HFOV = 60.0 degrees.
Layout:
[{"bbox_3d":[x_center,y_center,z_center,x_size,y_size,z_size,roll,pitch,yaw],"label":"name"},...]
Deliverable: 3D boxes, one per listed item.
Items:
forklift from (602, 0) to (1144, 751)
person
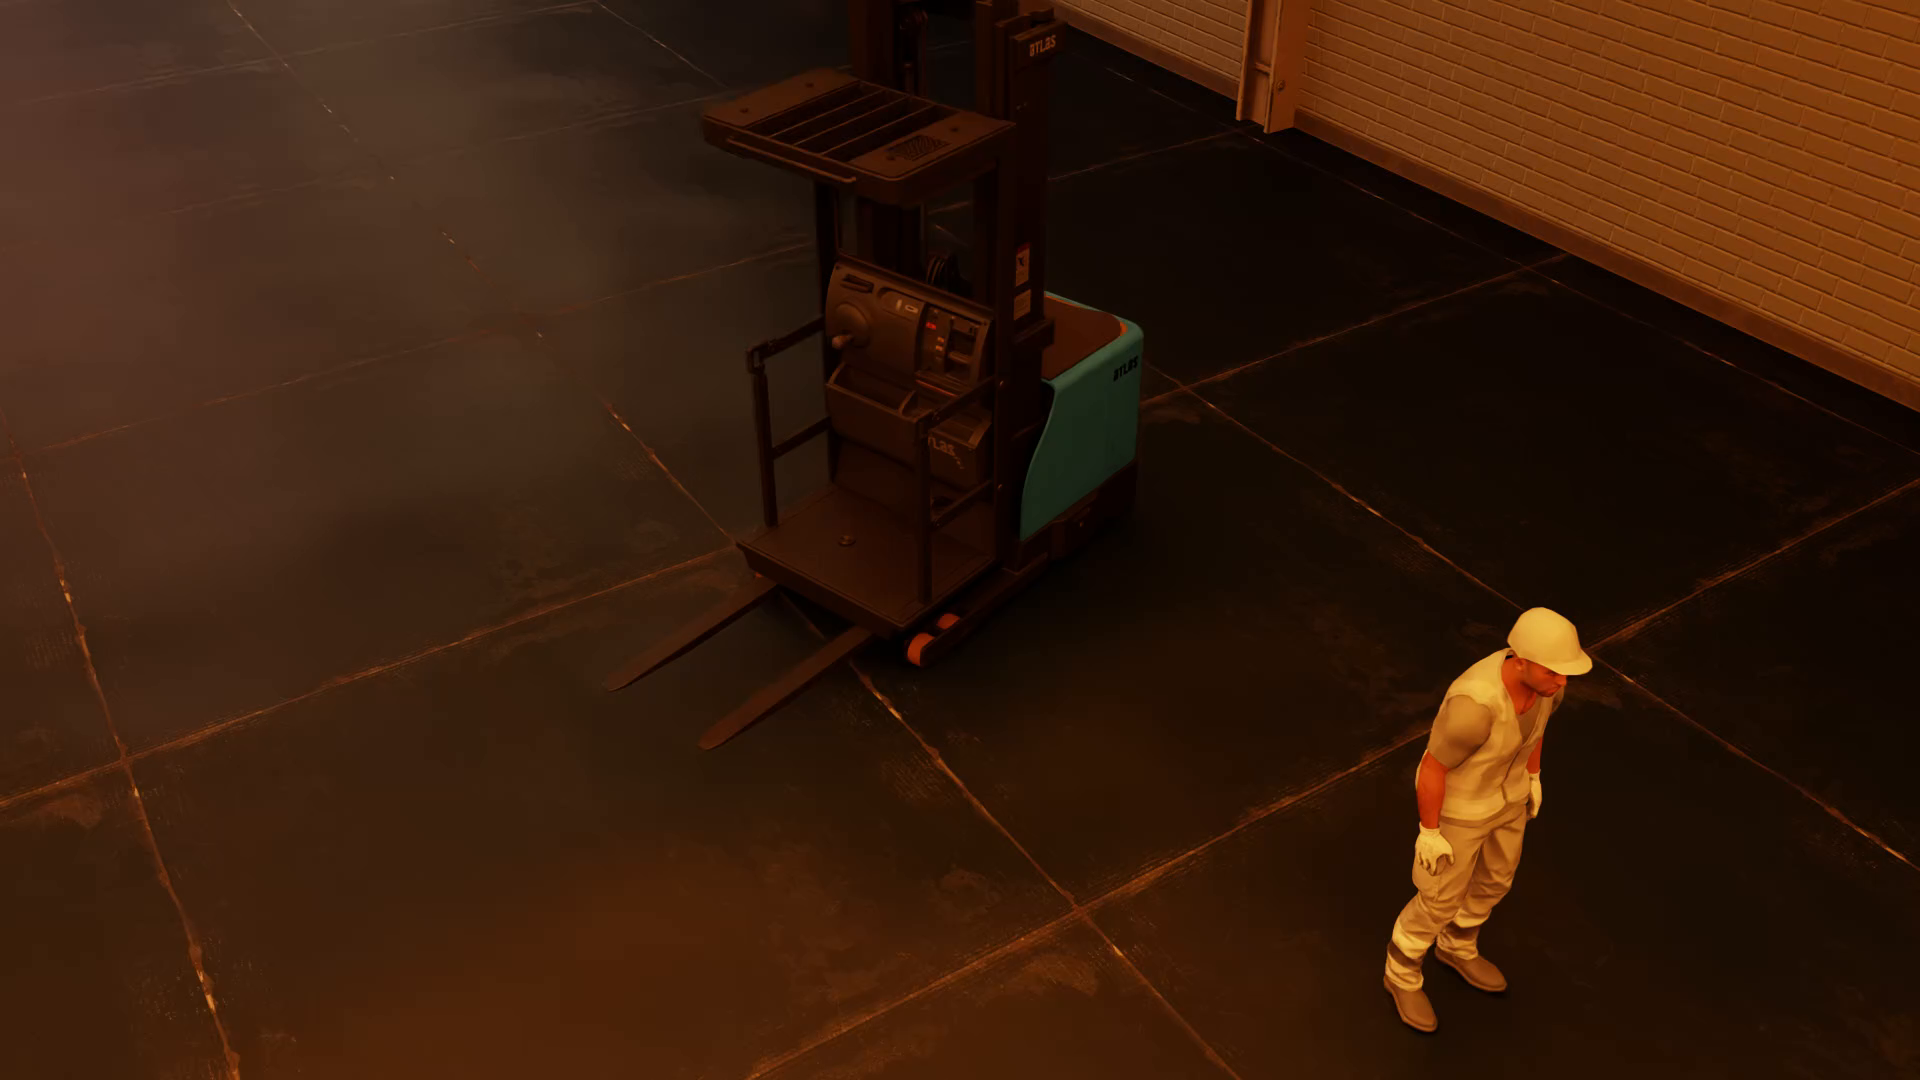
[{"bbox_3d":[-0.379,-0.921,7.458,1.130,2.935,3.031,25,42,31],"label":"forklift"},{"bbox_3d":[1.825,0.944,5.811,0.608,1.777,0.452,-20,40,-26],"label":"person"}]
